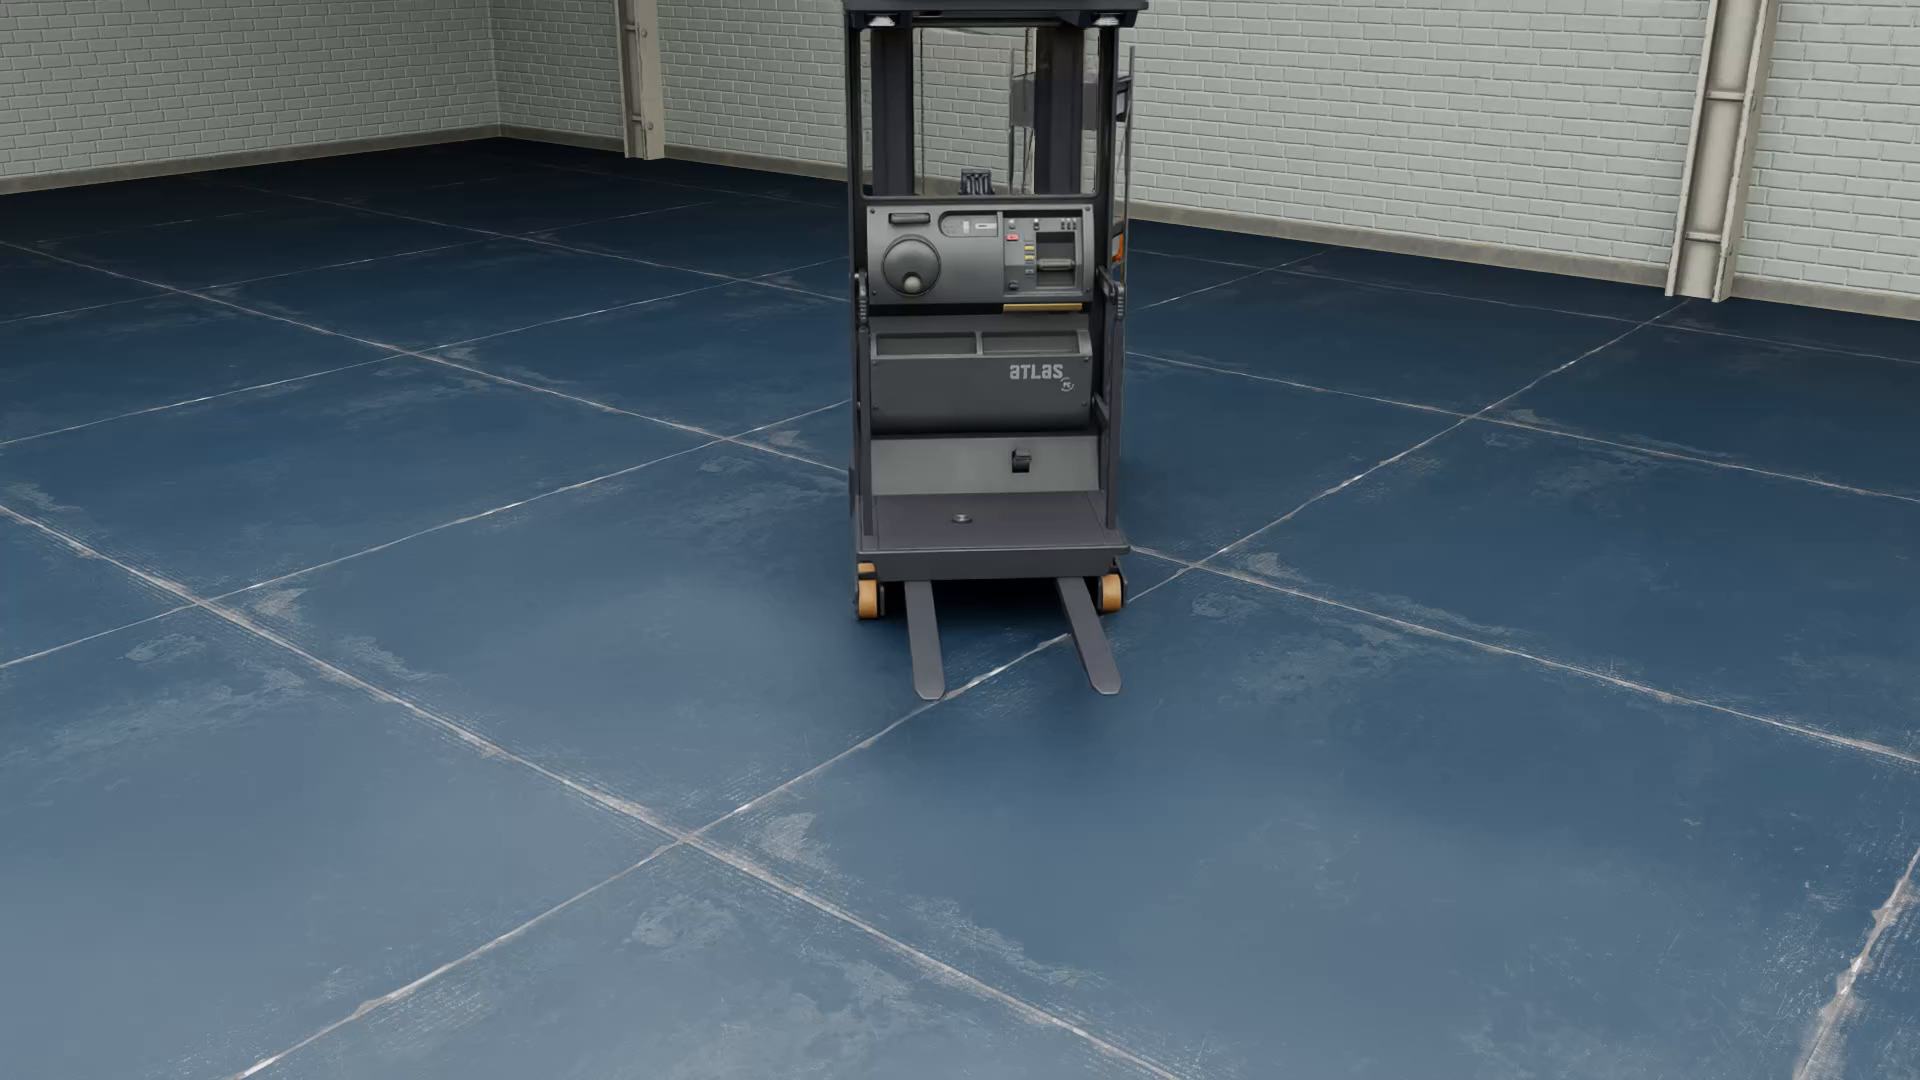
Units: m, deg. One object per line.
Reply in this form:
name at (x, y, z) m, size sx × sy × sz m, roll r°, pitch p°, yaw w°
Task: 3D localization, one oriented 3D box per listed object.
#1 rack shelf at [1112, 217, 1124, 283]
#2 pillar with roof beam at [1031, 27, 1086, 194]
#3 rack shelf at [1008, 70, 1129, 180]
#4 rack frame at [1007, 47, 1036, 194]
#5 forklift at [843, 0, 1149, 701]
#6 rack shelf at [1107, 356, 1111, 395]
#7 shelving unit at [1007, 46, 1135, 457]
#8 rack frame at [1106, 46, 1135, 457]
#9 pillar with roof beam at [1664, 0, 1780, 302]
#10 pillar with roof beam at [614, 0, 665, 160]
rack shelf at (0.541, -1.391, 8.418) m, size 0.480 × 0.518 × 0.431 m, roll 9°, pitch 23°, yaw 23°
pillar with roof beam at (-1.792, -6.222, 11.414) m, size 0.400 × 9.000 × 9.100 m, roll 16°, pitch 26°, yaw 36°
rack shelf at (0.542, -2.046, 8.170) m, size 0.480 × 0.518 × 0.431 m, roll 9°, pitch 23°, yaw 23°
rack frame at (0.319, -1.440, 8.508) m, size 0.015 × 2.100 × 0.400 m, roll 9°, pitch 23°, yaw 23°
forklift at (0.102, -1.166, 6.607) m, size 1.130 × 2.935 × 3.031 m, roll -1°, pitch 21°, yaw -4°
rack shelf at (0.540, -0.736, 8.665) m, size 0.480 × 0.518 × 0.431 m, roll 9°, pitch 23°, yaw 23°
shelving unit at (0.541, -1.404, 8.413) m, size 0.503 × 2.100 × 0.431 m, roll 9°, pitch 23°, yaw 23°
rack frame at (0.763, -1.367, 8.318) m, size 0.015 × 2.100 × 0.400 m, roll 9°, pitch 23°, yaw 23°
pillar with roof beam at (2.856, -4.883, 7.864) m, size 0.400 × 9.000 × 9.100 m, roll 16°, pitch 26°, yaw 36°
pillar with roof beam at (-6.441, -7.560, 14.963) m, size 0.400 × 9.000 × 9.100 m, roll 16°, pitch 26°, yaw 36°
